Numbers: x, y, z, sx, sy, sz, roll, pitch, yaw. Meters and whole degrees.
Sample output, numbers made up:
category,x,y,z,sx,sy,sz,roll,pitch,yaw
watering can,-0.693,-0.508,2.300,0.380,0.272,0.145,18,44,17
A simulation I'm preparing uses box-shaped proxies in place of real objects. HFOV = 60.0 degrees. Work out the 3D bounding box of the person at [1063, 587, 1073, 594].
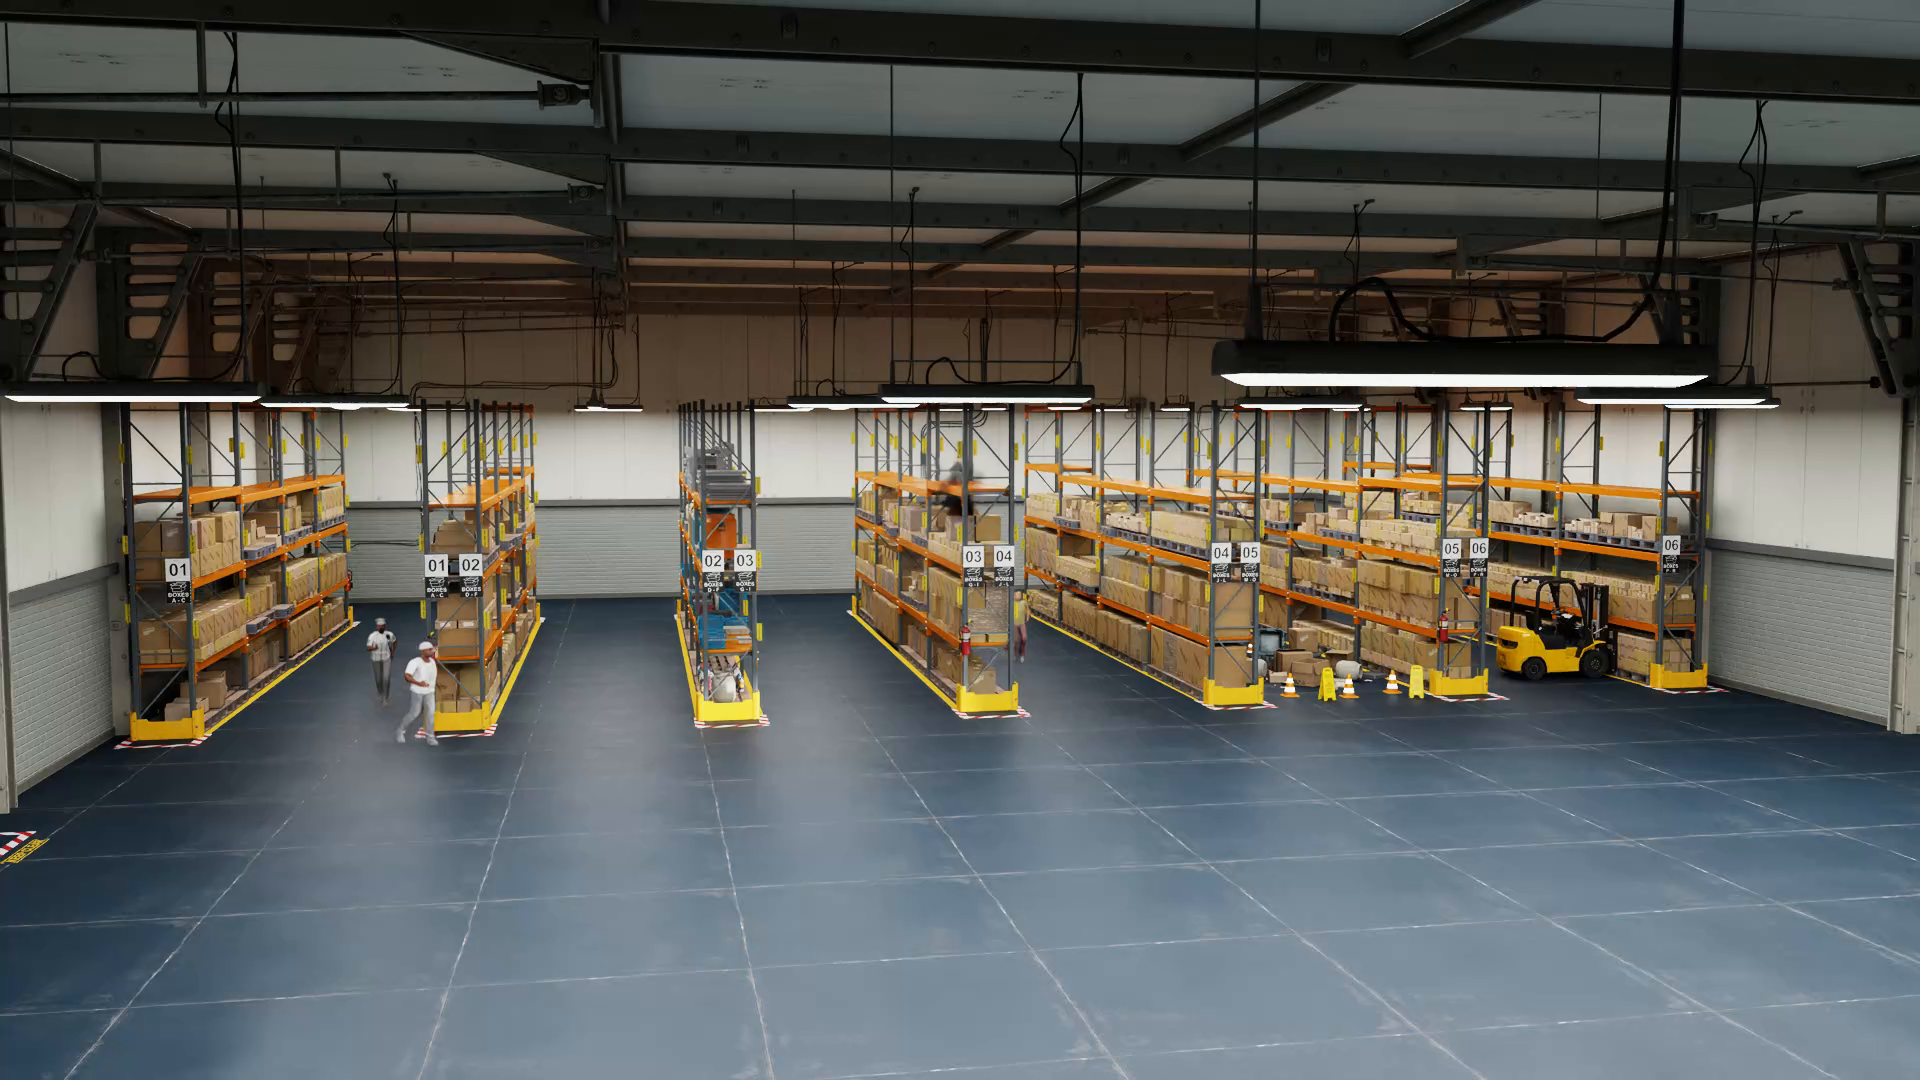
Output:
category,x,y,z,sx,sy,sz,roll,pitch,yaw
person,3.042,1.191,49.871,0.668,1.511,0.612,4,6,41

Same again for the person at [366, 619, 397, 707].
category,x,y,z,sx,sy,sz,roll,pitch,yaw
person,-11.354,2.382,32.649,0.575,1.691,0.909,-1,4,-17

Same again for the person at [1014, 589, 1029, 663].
category,x,y,z,sx,sy,sz,roll,pitch,yaw
person,1.358,2.002,38.505,0.590,1.738,0.717,-1,4,-14

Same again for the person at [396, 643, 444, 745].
category,x,y,z,sx,sy,sz,roll,pitch,yaw
person,-9.249,2.650,28.852,0.926,1.737,0.768,3,5,30
